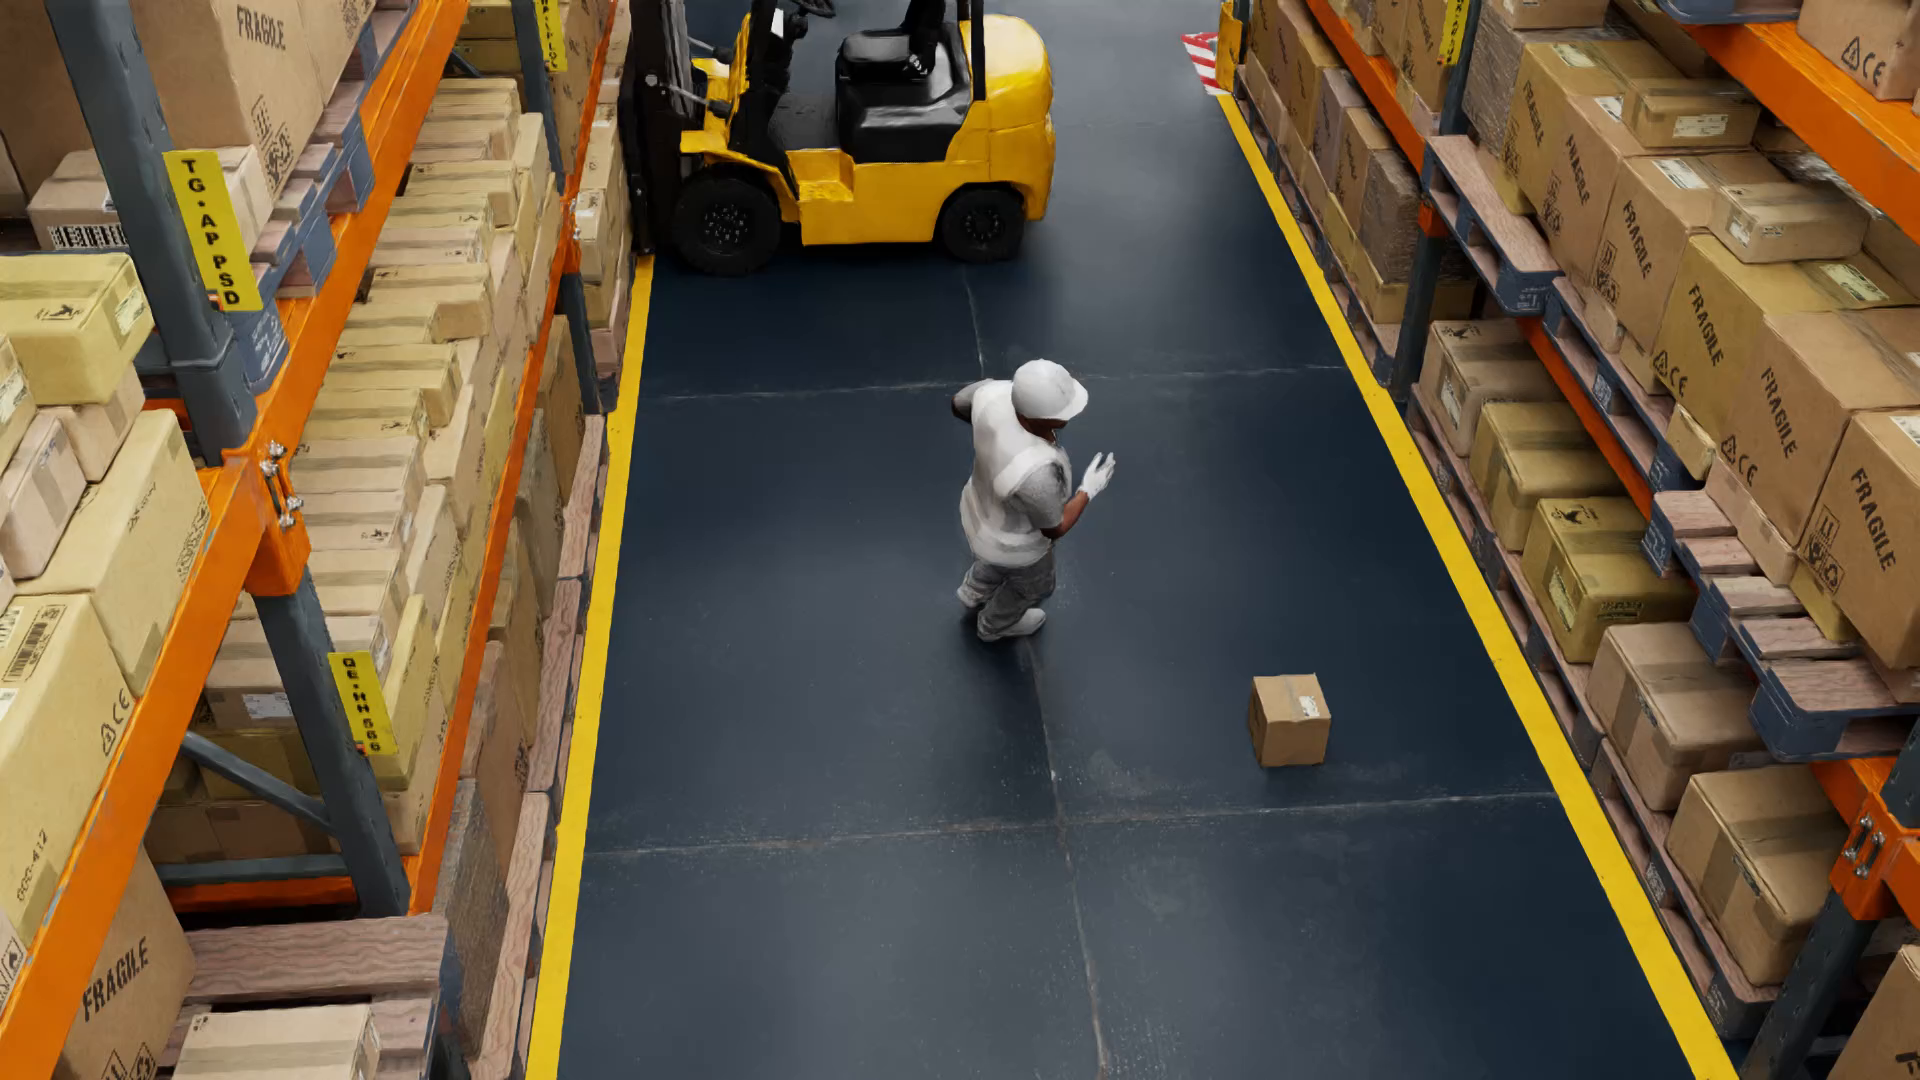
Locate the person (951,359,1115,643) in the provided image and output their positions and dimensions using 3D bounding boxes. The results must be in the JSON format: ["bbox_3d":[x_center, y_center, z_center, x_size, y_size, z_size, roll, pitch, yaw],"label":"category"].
[{"bbox_3d":[0.274,-0.141,6.413,0.573,1.661,0.941,-10,40,-12],"label":"person"}]
